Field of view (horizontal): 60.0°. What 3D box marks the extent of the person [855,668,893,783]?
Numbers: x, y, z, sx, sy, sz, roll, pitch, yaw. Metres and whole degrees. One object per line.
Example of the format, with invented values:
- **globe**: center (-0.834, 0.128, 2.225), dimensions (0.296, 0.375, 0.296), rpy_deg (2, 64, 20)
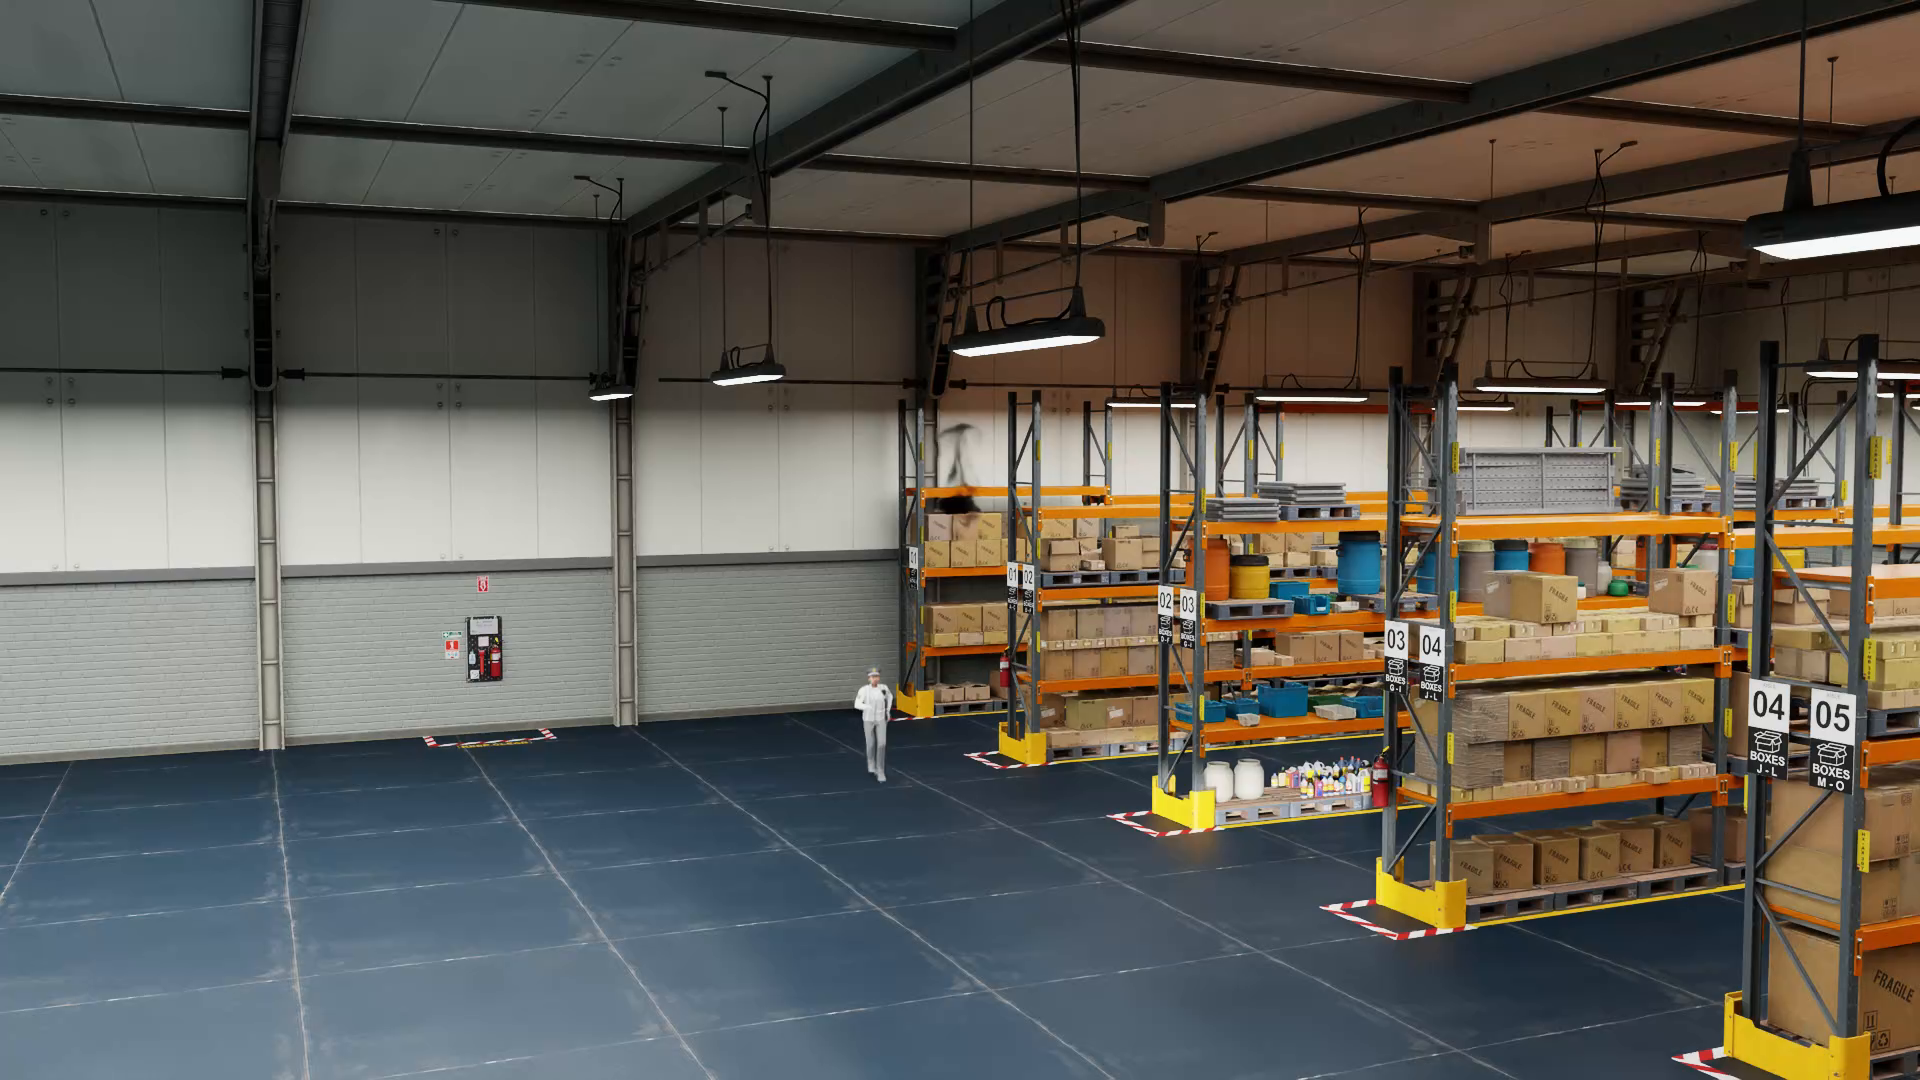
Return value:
- **person**: center (-1.324, 2.814, 25.582), dimensions (0.599, 1.743, 0.779), rpy_deg (0, 3, -6)
